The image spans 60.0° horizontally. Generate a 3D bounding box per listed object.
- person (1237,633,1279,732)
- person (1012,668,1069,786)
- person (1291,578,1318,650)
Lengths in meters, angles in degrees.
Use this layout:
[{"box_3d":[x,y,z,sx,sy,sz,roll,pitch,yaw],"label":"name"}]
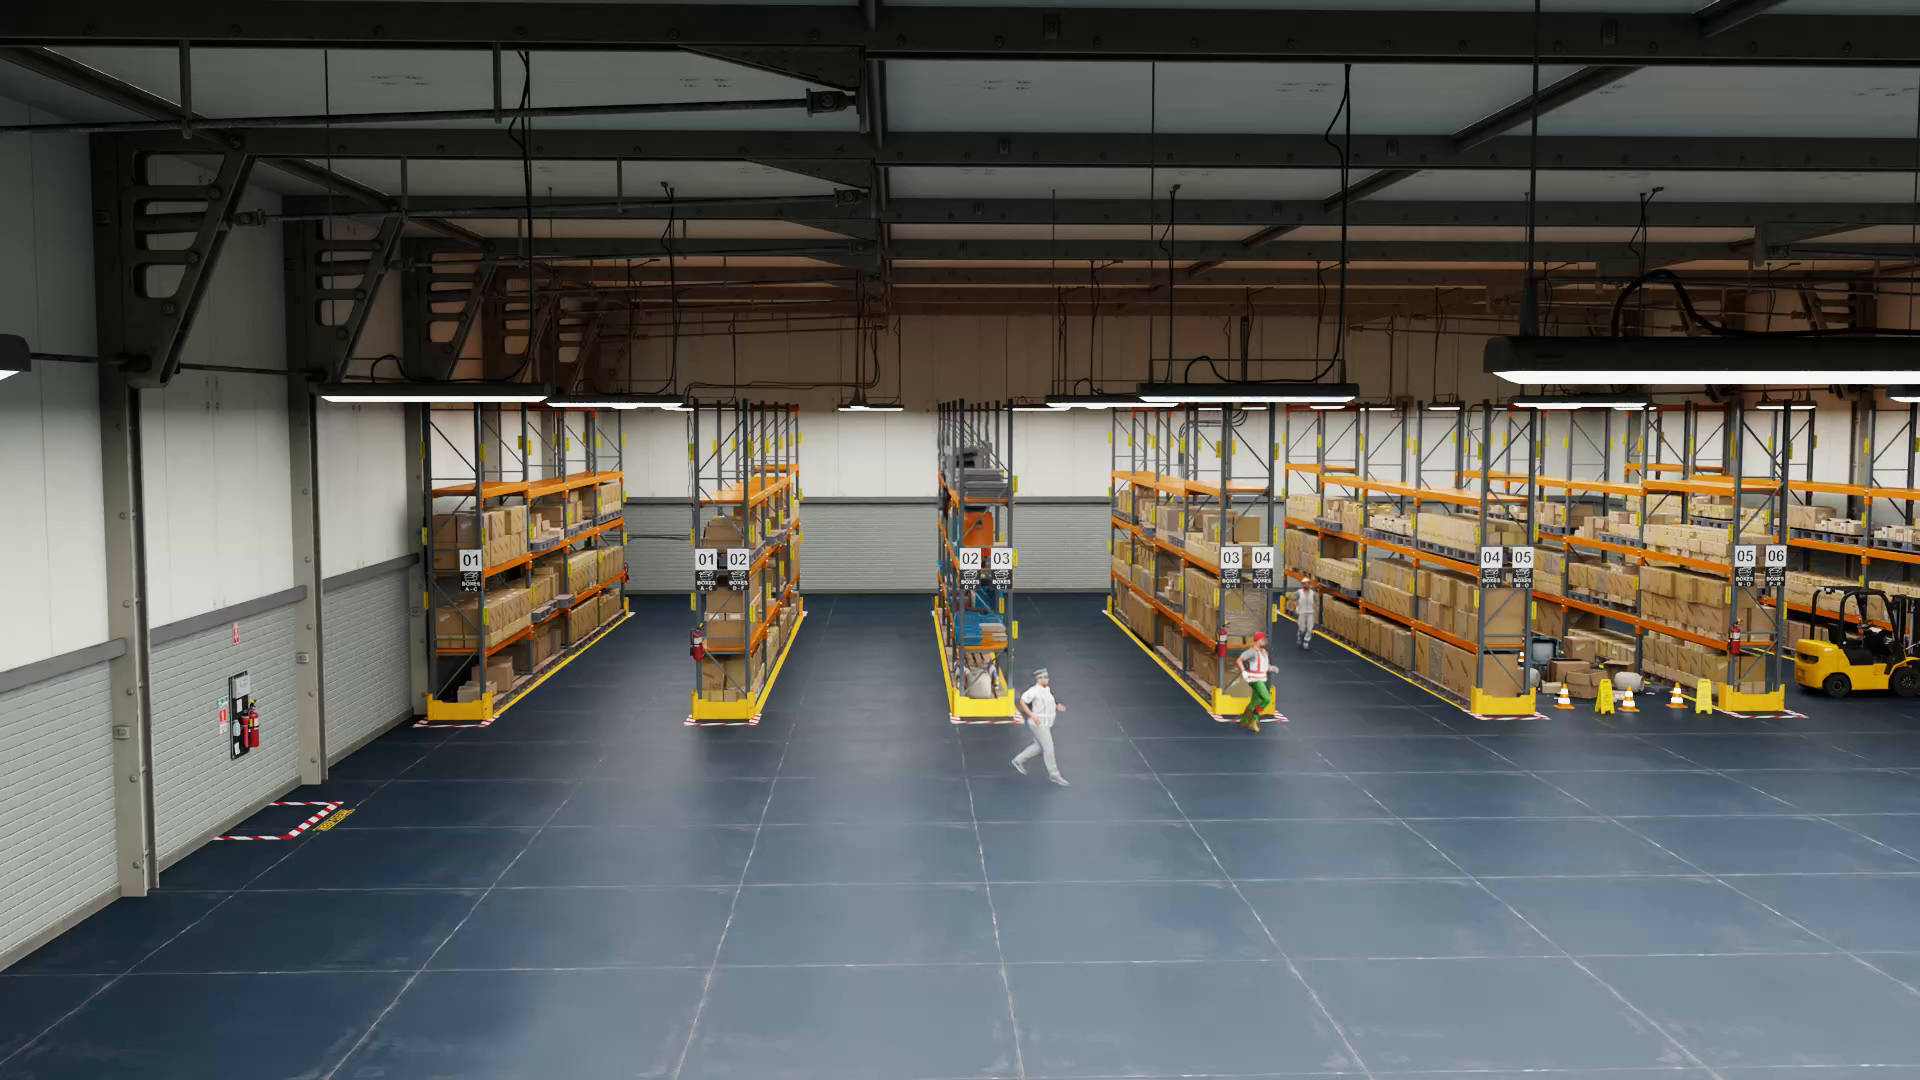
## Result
[{"box_3d":[5.389,2.557,29.990,0.729,1.778,0.663,3,5,37],"label":"person"},{"box_3d":[1.256,2.873,25.804,0.952,1.801,0.661,2,5,20],"label":"person"},{"box_3d":[8.388,1.791,40.345,0.652,1.738,0.615,0,4,-1],"label":"person"}]
